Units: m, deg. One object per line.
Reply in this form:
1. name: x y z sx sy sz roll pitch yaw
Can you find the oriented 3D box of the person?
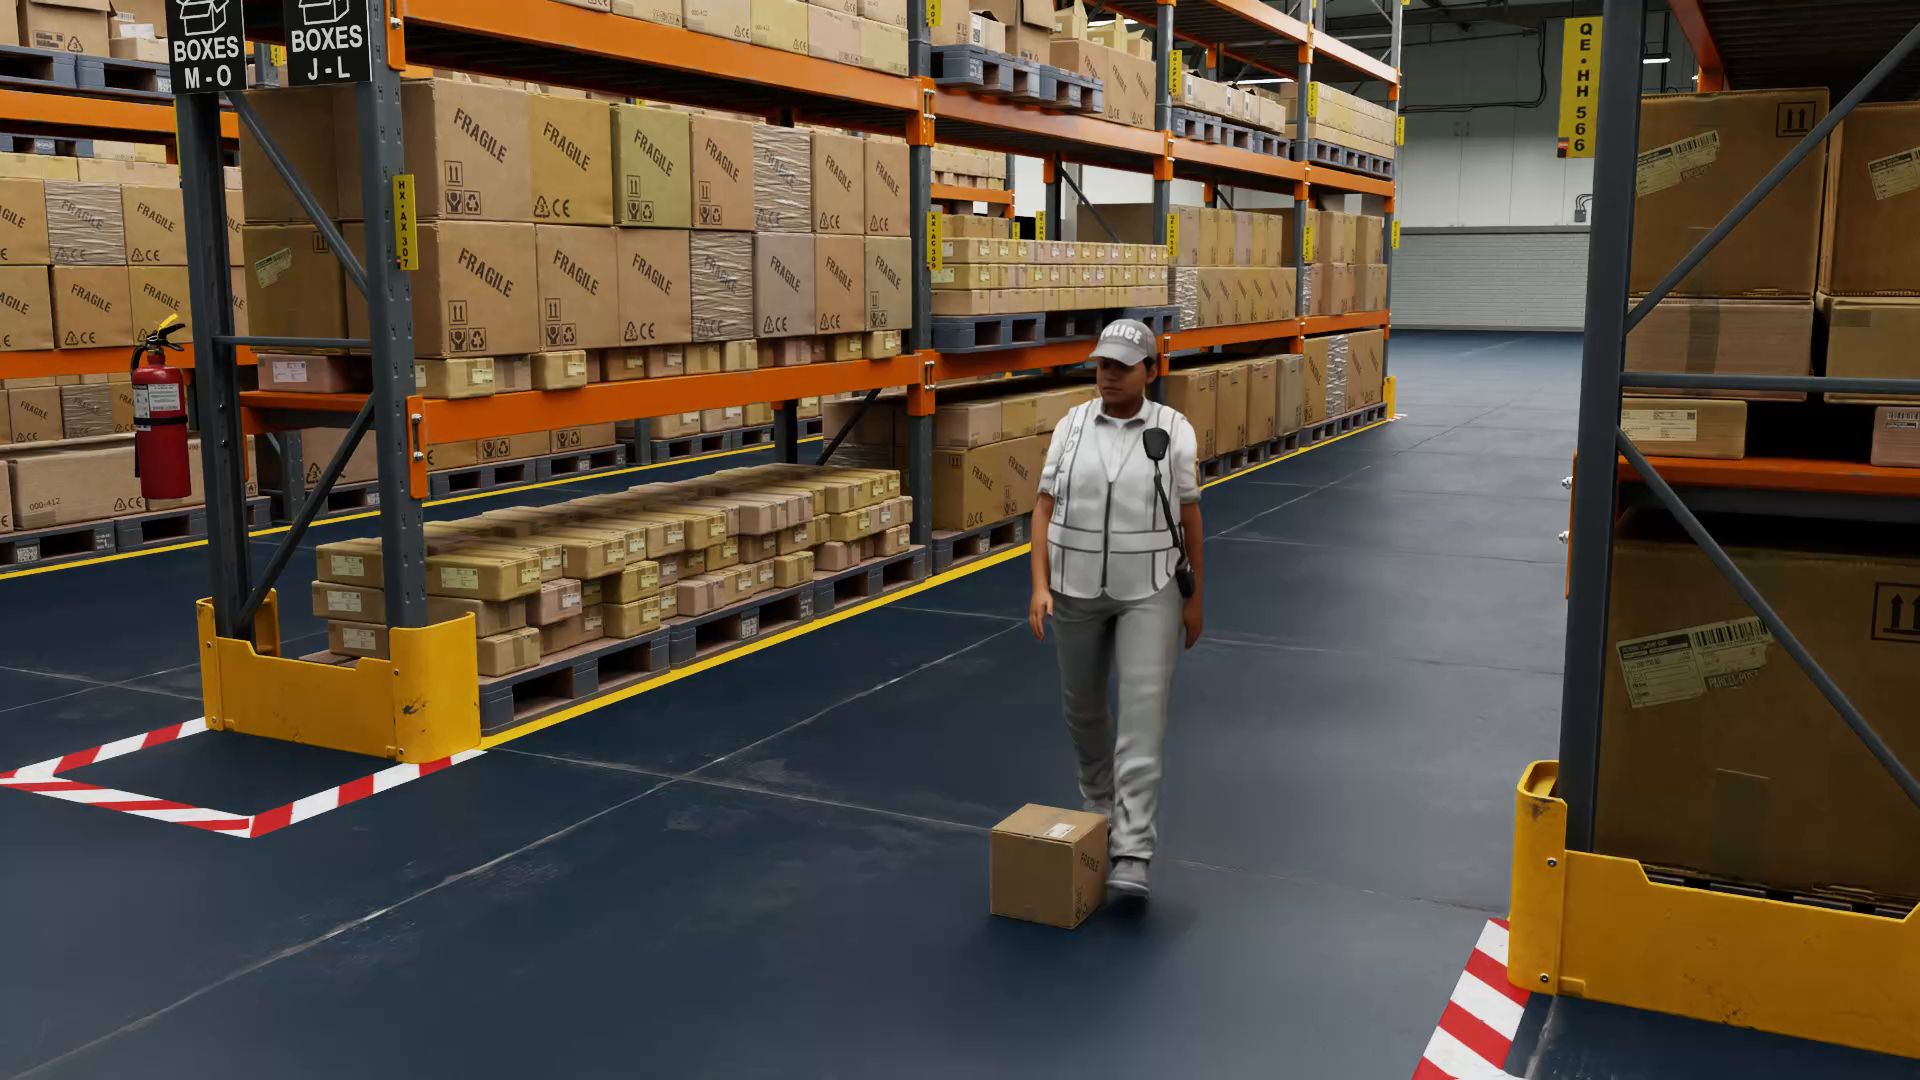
1. person: 0.438 0.167 4.891 0.498 1.615 0.940 3 10 17
